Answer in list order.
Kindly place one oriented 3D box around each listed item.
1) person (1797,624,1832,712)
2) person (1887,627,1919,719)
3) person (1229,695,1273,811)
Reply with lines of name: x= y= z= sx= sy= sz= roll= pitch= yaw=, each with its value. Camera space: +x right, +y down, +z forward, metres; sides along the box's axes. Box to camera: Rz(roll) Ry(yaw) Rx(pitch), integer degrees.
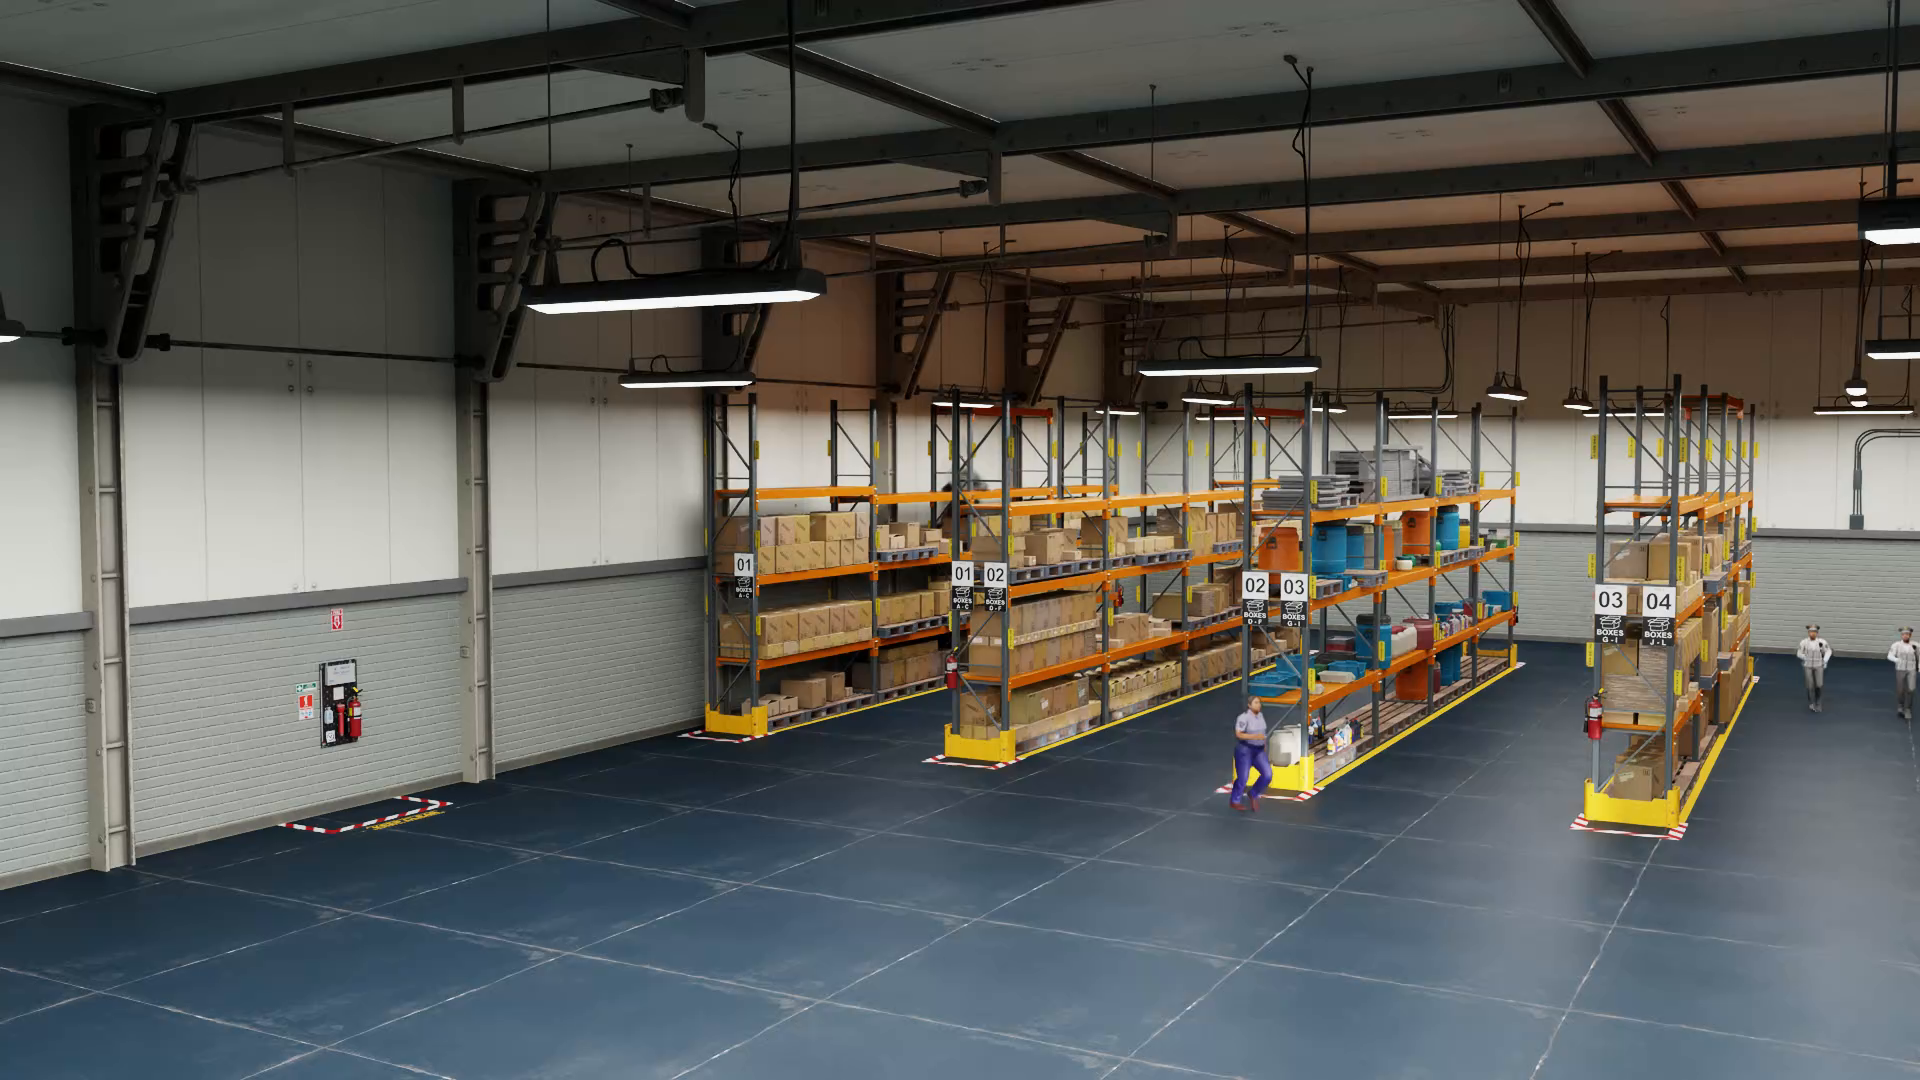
person: x=16.313 y=2.447 z=31.773 sx=0.588 sy=1.686 sz=0.653 roll=2 pitch=4 yaw=28
person: x=17.739 y=2.484 z=31.186 sx=0.612 sy=1.740 sz=0.714 roll=2 pitch=4 yaw=30
person: x=4.074 y=2.953 z=22.993 sx=0.633 sy=1.623 sz=0.659 roll=-2 pitch=4 yaw=-29
